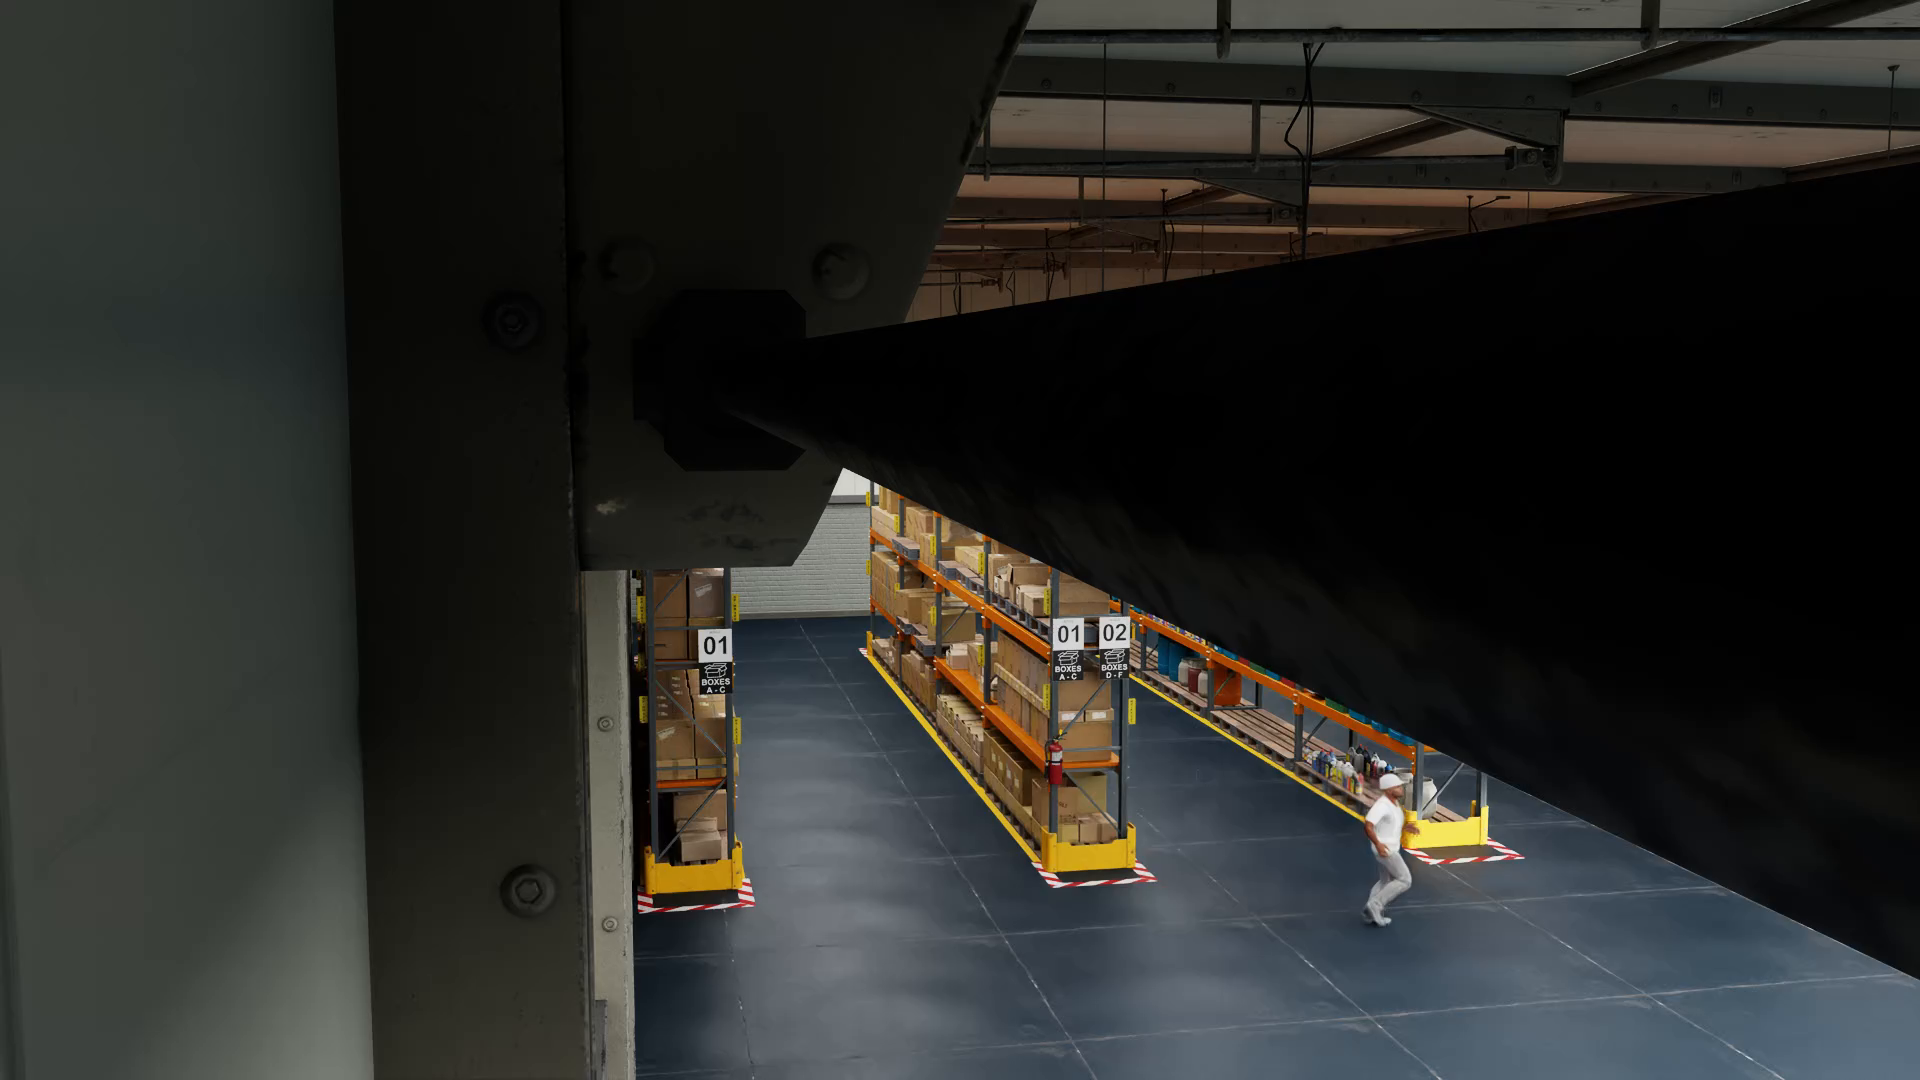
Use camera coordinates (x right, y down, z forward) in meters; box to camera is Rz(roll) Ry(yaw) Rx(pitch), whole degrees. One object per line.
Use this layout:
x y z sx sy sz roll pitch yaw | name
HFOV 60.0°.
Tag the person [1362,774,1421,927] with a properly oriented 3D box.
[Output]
4.892 3.497 18.823 0.613 1.728 0.676 2 6 17 | person
